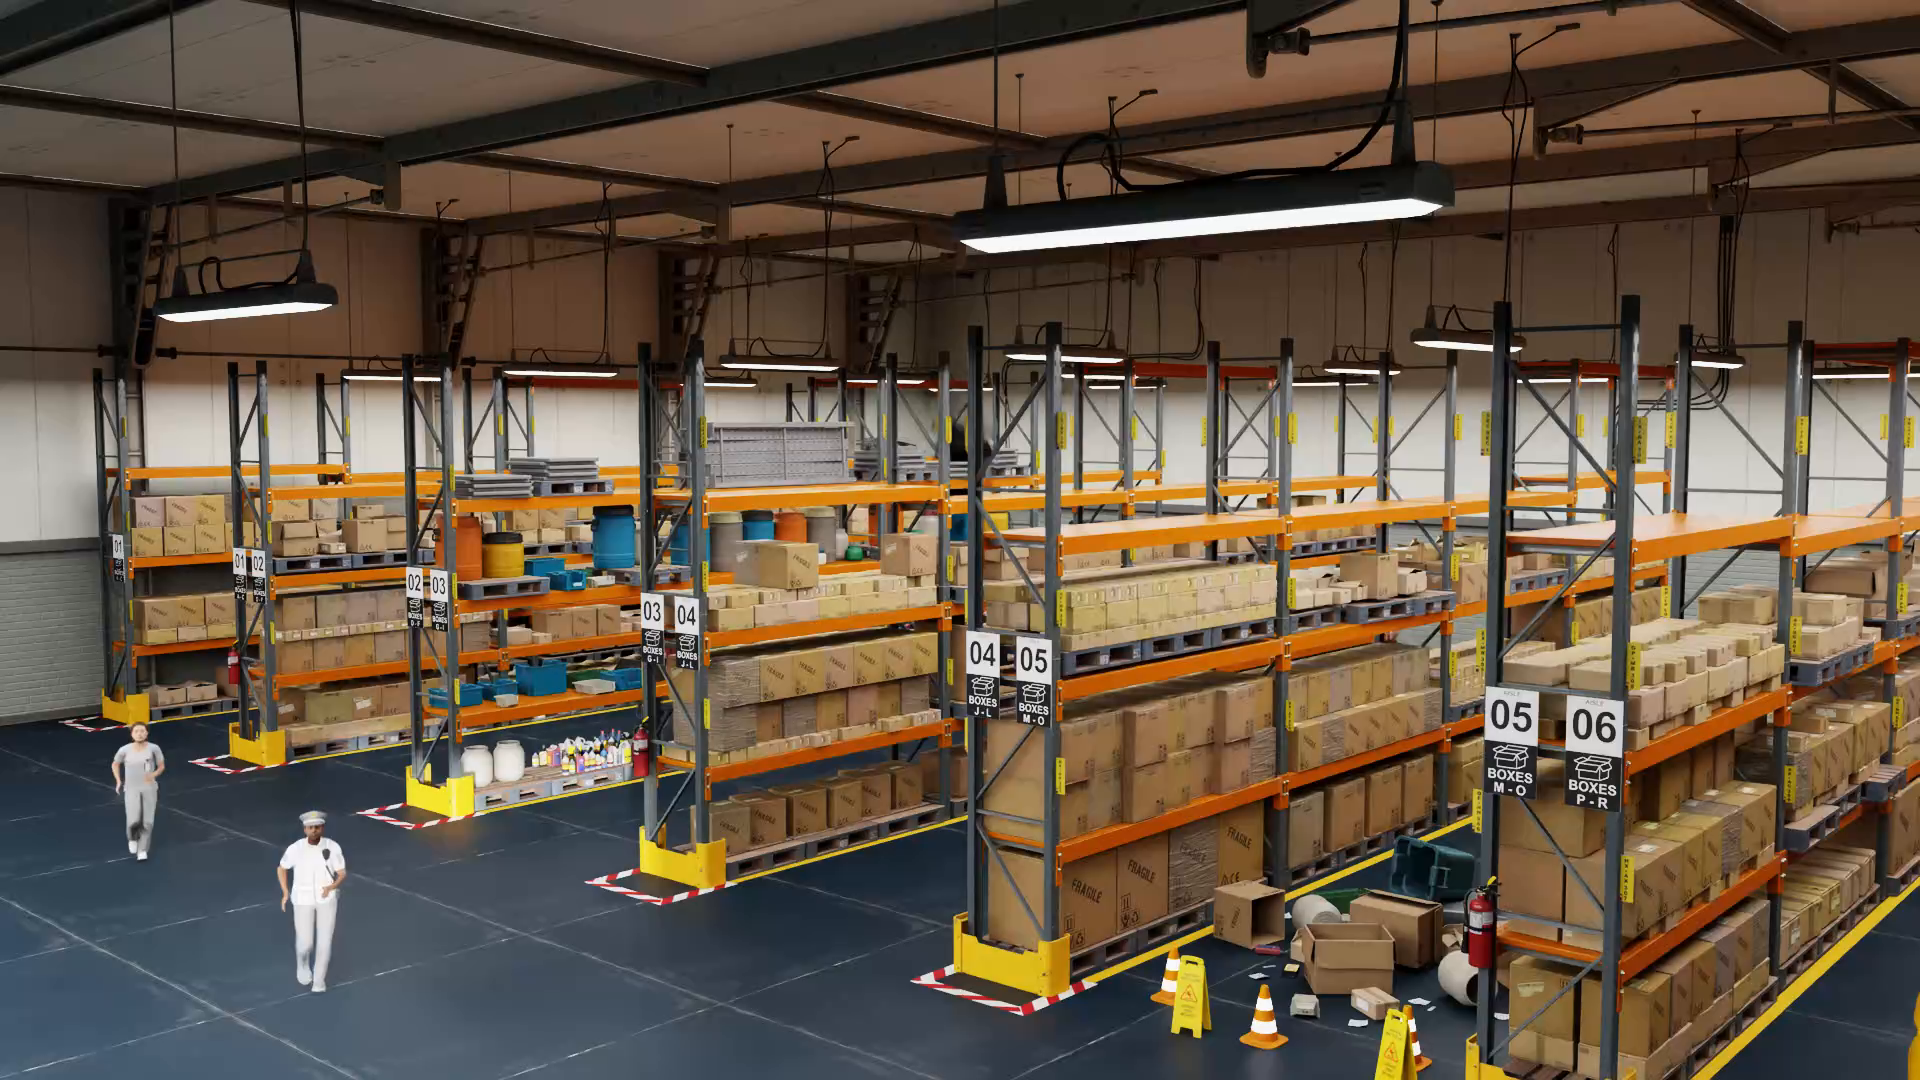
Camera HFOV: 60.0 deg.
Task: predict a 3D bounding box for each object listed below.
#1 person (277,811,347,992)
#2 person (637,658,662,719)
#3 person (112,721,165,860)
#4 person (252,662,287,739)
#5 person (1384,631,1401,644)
[{"bbox_3d":[-5.773,3.238,14.839,0.560,1.654,0.555,-2,5,-24],"label":"person"},{"bbox_3d":[-4.955,2.432,26.702,0.537,1.561,0.589,3,5,34],"label":"person"},{"bbox_3d":[-9.525,2.924,19.313,0.552,1.624,0.545,-2,5,-28],"label":"person"},{"bbox_3d":[-11.060,2.281,26.986,0.707,1.798,1.049,2,5,29],"label":"person"},{"bbox_3d":[7.154,2.303,27.682,0.643,1.669,0.628,3,5,32],"label":"person"}]
